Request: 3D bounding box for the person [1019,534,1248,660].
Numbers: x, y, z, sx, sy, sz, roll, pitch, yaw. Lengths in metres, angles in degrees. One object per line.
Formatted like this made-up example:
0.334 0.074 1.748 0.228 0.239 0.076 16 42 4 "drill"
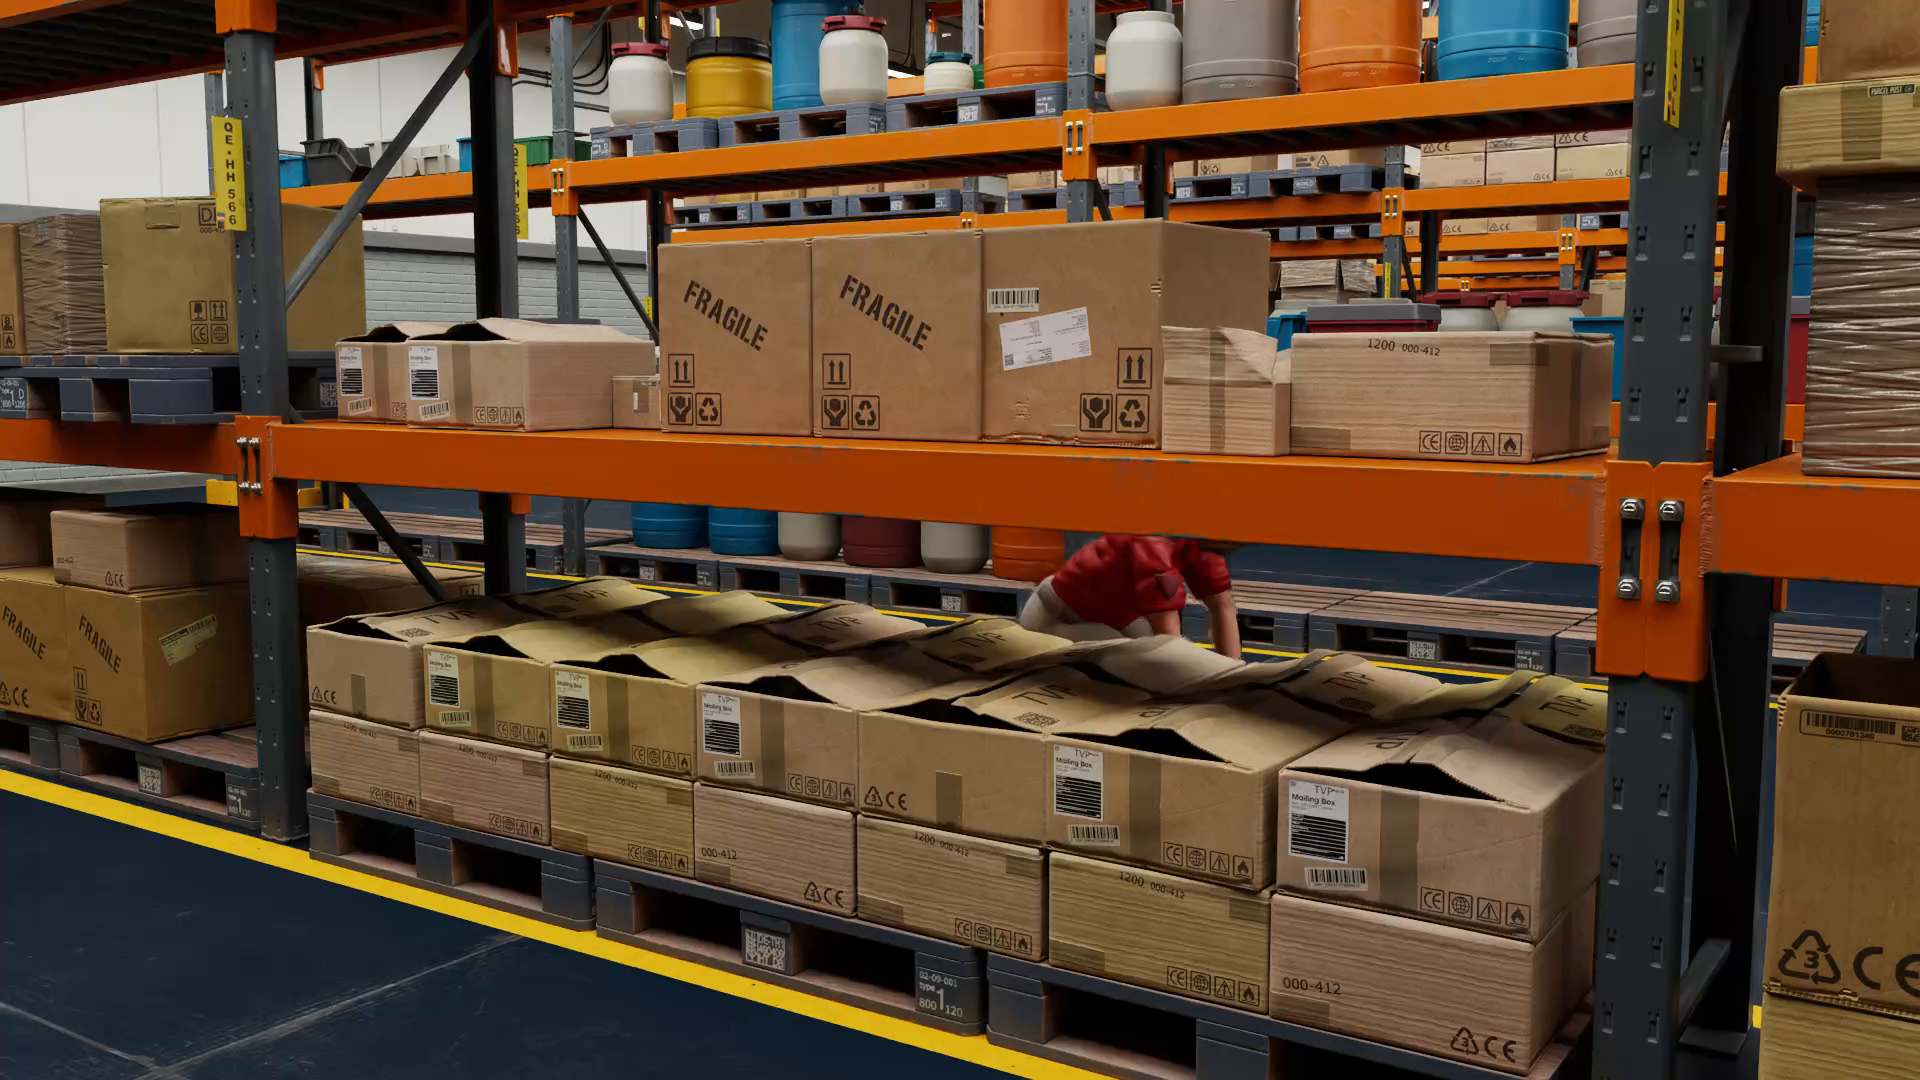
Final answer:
0.636 0.331 5.711 0.831 1.106 0.569 4 8 34 "person"
